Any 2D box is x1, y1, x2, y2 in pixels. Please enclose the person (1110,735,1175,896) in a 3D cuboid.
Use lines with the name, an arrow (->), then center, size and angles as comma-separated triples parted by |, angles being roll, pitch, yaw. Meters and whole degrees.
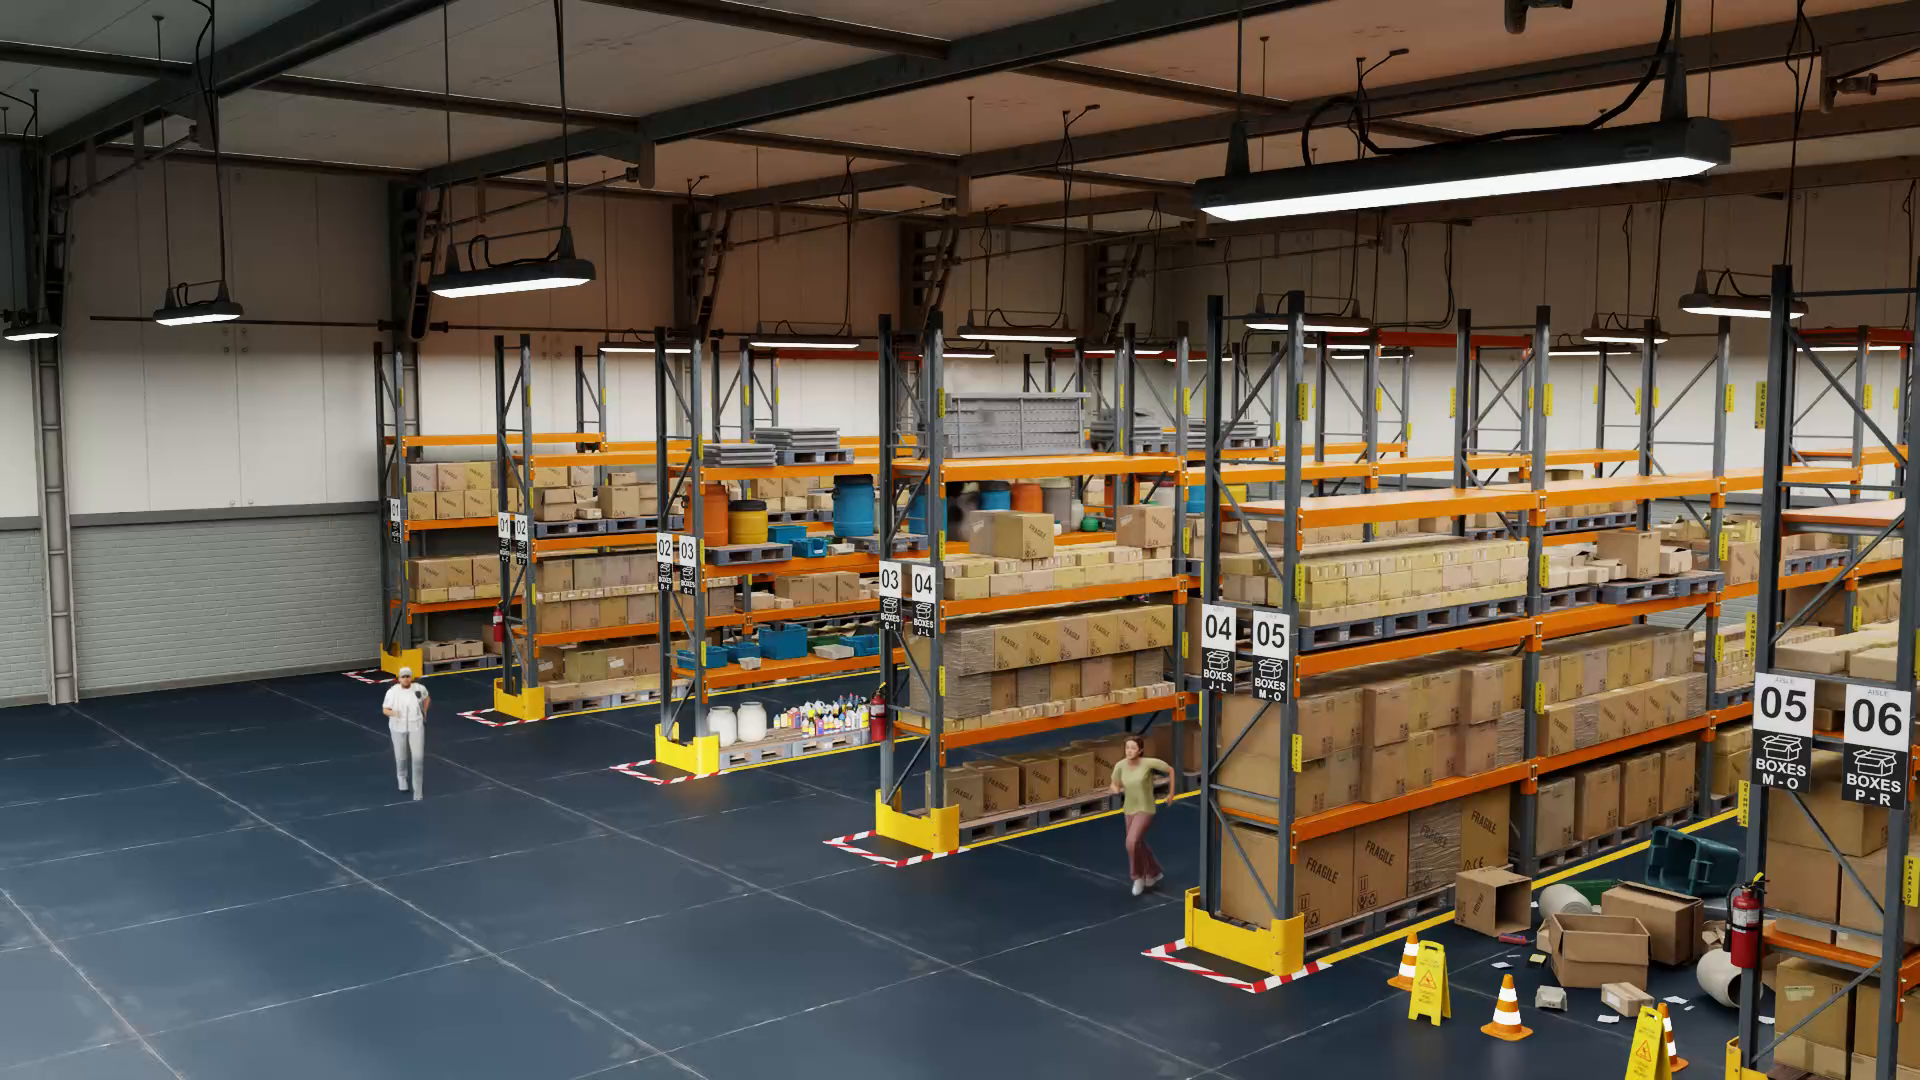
person -> 1.838, 2.790, 16.955 | 0.606, 1.632, 0.777 | 3, 6, 33

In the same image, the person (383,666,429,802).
person -> -7.013, 2.431, 21.081 | 0.564, 1.716, 0.836 | -2, 5, -18
